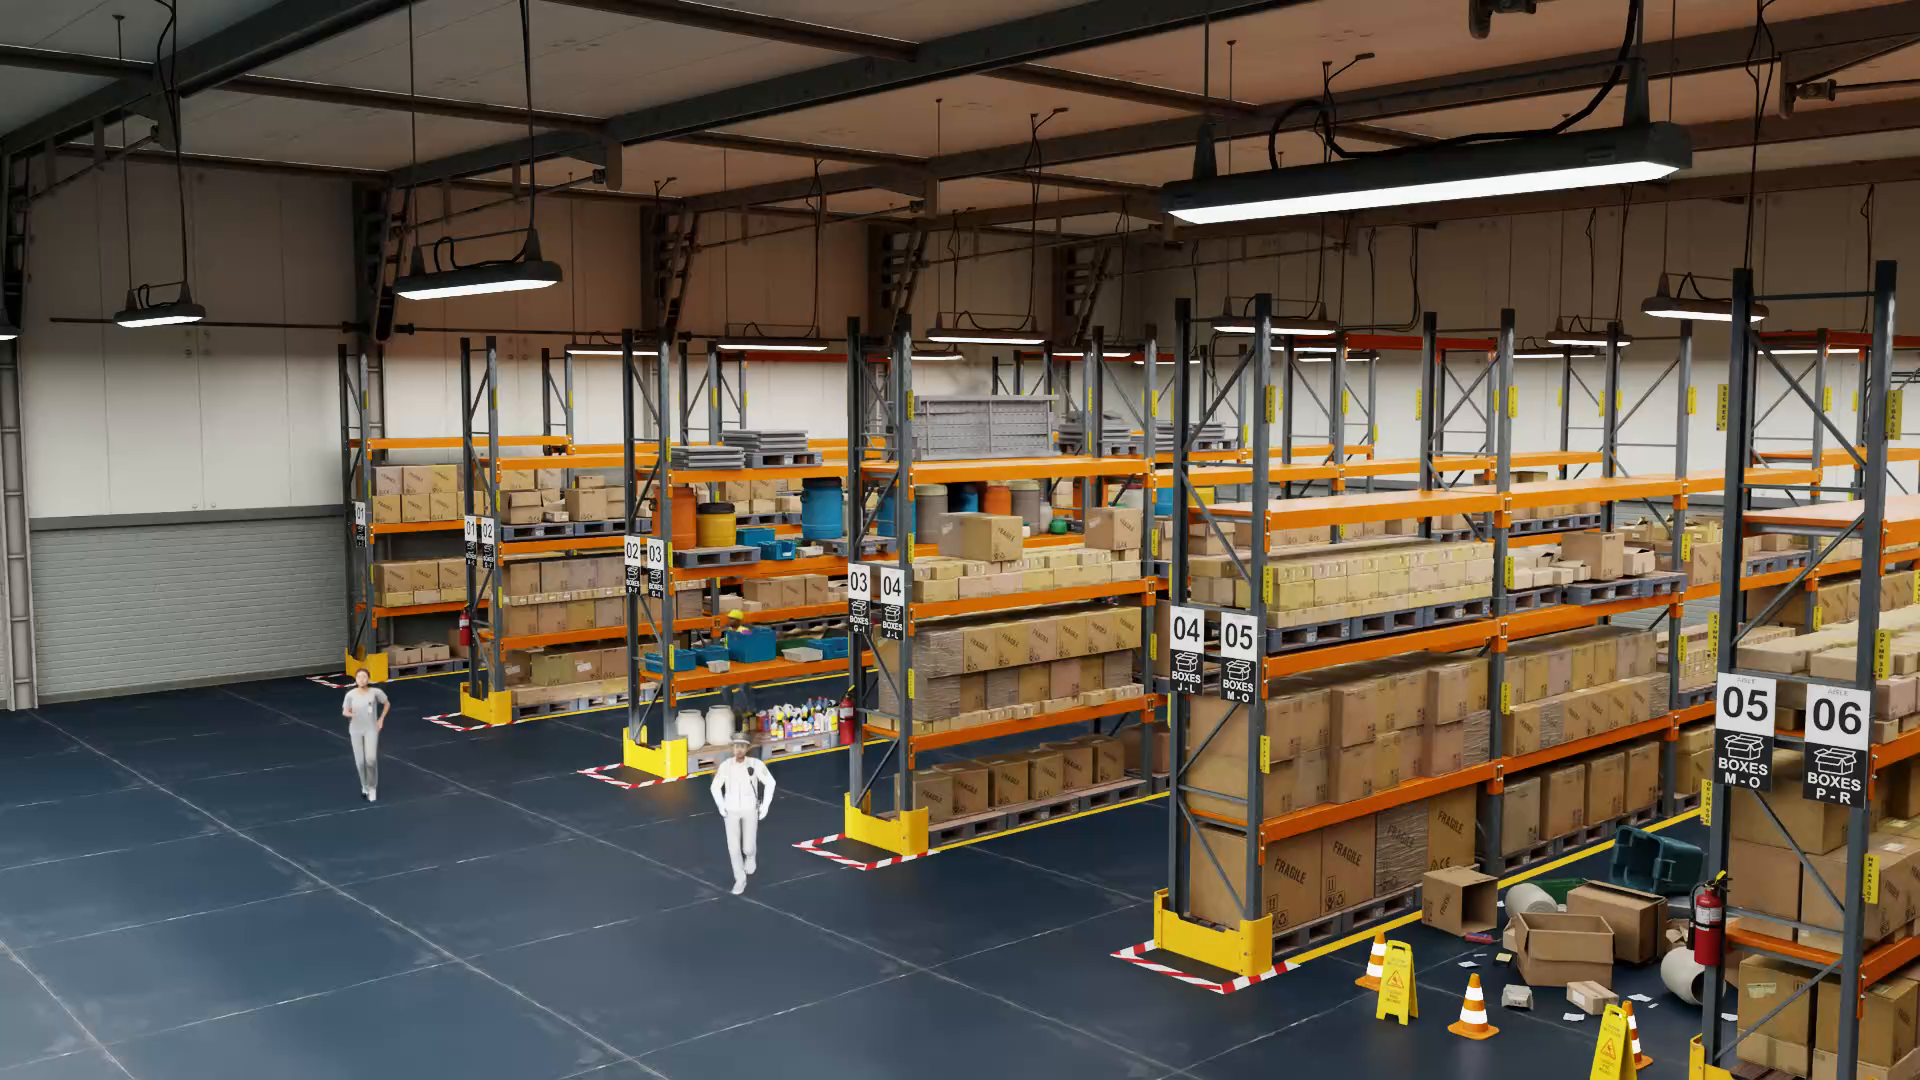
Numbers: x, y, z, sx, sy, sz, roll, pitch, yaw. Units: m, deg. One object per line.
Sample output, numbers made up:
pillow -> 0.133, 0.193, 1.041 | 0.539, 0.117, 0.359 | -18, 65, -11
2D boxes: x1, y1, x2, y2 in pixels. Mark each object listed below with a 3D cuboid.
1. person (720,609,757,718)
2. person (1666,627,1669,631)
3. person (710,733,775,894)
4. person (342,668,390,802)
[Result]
person -> -3.448, 1.988, 25.881 | 0.660, 1.829, 0.755 | 5, 7, 41
person -> 10.707, 2.114, 24.905 | 0.933, 1.684, 0.587 | -4, 7, -39
person -> -2.256, 2.805, 17.272 | 0.666, 1.666, 0.564 | 0, 5, -3
person -> -7.505, 2.461, 20.987 | 0.545, 1.695, 0.662 | -1, 5, -10
